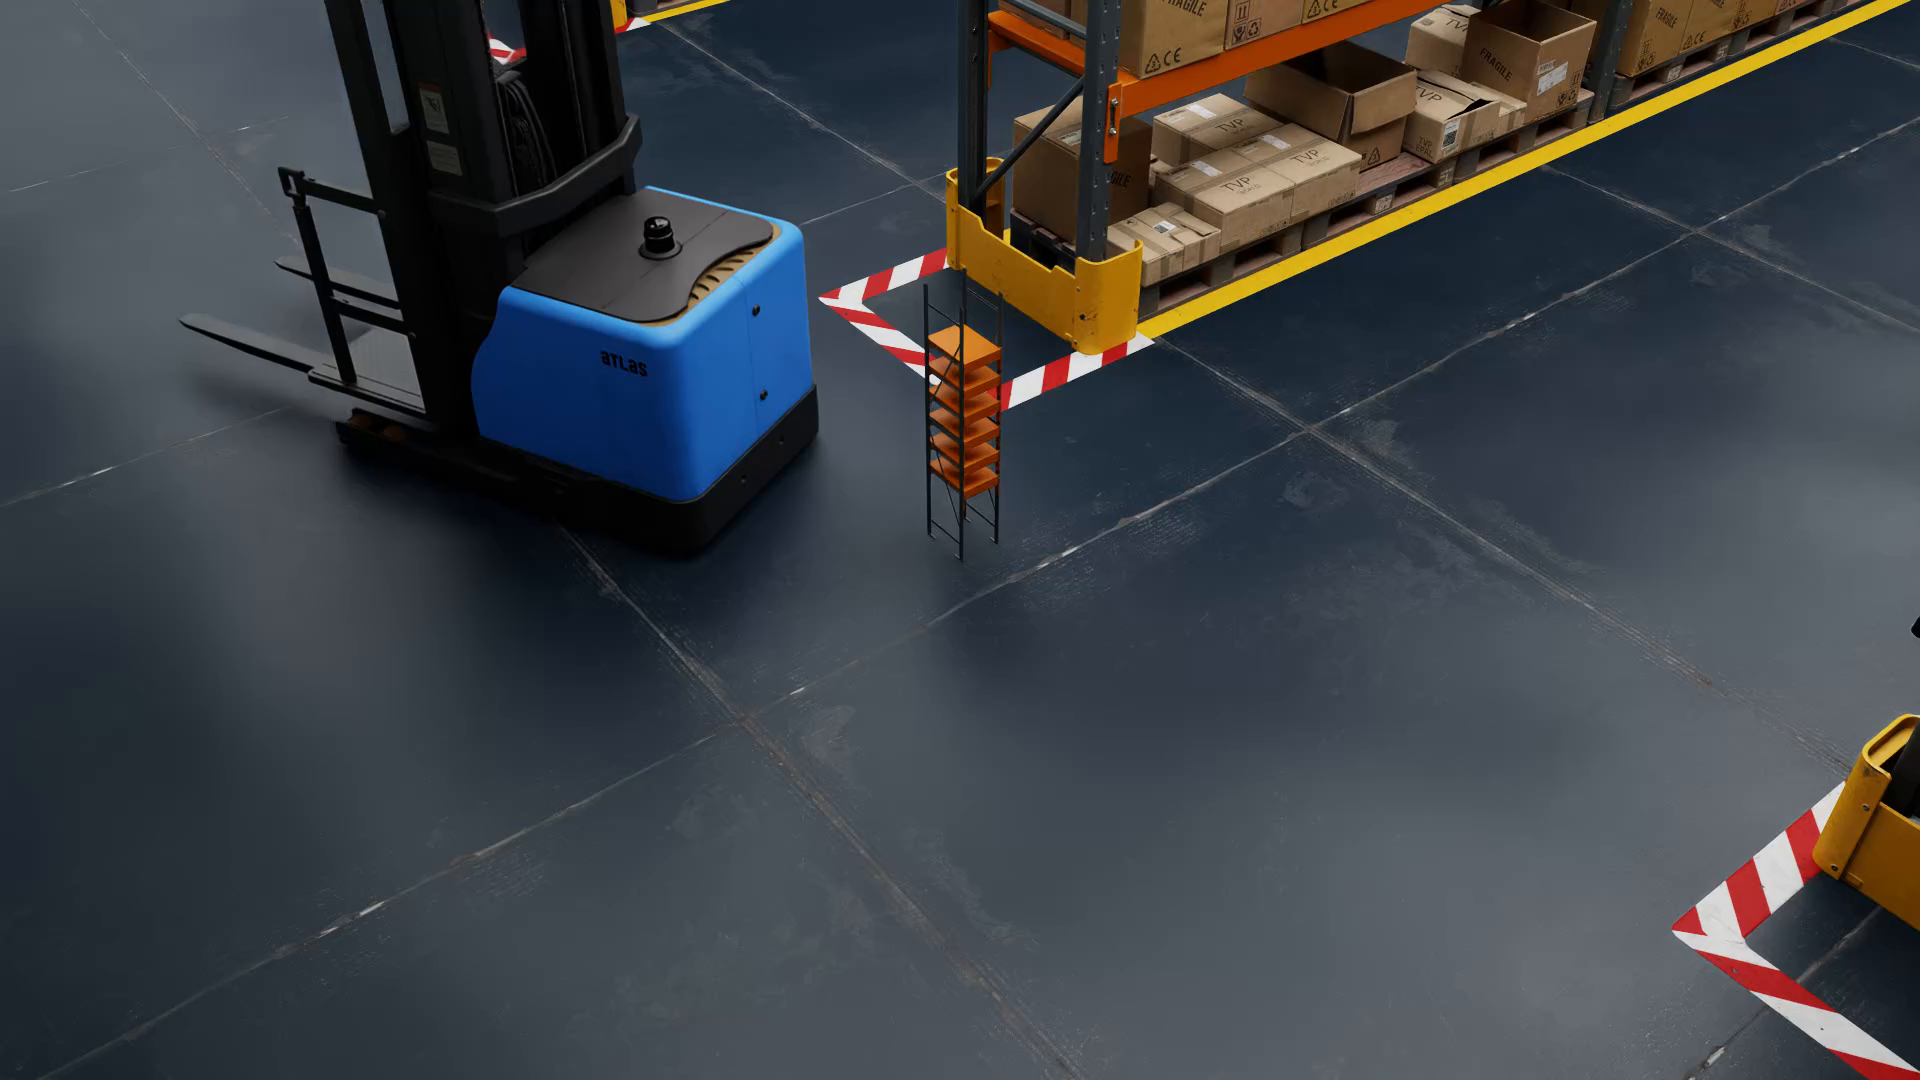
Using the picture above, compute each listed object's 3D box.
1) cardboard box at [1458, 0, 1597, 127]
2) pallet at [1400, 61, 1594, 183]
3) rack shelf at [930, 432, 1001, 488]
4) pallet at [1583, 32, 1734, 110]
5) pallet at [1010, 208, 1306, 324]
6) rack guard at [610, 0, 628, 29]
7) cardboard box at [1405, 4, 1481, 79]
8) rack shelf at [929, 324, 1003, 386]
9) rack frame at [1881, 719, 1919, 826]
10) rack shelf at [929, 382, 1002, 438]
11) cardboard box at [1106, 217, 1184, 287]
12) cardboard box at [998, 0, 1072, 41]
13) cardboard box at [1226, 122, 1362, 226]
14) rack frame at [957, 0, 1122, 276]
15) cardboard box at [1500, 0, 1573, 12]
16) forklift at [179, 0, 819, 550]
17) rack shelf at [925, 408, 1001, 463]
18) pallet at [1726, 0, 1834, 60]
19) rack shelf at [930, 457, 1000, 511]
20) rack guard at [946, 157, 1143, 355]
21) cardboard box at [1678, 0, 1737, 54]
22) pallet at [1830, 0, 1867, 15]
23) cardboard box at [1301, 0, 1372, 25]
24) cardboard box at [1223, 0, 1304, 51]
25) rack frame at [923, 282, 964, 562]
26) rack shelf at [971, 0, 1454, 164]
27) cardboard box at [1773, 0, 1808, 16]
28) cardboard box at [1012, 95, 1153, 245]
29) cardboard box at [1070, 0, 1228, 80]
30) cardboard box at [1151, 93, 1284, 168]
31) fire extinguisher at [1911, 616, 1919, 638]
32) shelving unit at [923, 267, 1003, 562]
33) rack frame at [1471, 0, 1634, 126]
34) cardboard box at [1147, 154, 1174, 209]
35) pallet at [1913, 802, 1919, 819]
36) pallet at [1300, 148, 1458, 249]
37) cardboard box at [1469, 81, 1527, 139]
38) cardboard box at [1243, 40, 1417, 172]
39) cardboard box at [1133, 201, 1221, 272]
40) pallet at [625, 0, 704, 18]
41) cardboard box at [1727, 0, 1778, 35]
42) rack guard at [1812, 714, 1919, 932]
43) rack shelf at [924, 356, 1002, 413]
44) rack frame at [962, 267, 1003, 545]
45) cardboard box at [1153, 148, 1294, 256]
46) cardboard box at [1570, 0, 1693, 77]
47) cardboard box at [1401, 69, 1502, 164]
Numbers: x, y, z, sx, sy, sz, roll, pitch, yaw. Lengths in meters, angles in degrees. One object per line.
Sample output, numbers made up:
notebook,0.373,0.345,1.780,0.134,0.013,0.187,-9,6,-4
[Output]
cardboard box,3.229,-2.748,9.522,0.500,0.500,0.500,-26,46,-28
pallet,2.963,-2.564,9.872,1.213,0.211,1.003,-26,46,-28
rack shelf,0.011,-0.342,6.644,0.180,0.103,0.258,-26,46,-28
pallet,4.130,-3.162,10.601,1.213,0.211,1.003,-26,46,-28
pallet,1.028,-1.621,8.723,1.213,0.211,1.003,-26,46,-28
rack guard,-2.690,-3.871,11.238,0.348,0.500,1.175,-26,46,-28
cardboard box,3.043,-2.984,9.959,0.500,0.311,0.500,-26,46,-28
rack shelf,0.011,-0.713,6.339,0.180,0.103,0.258,-26,46,-28
rack frame,3.358,0.129,4.391,0.127,3.000,1.000,-26,46,-28
rack shelf,0.011,-0.528,6.492,0.180,0.103,0.258,-26,46,-28
cardboard box,0.878,-1.418,8.177,0.250,0.149,0.380,-26,46,-28
cardboard box,0.526,-2.709,7.772,0.500,0.500,0.500,-25,45,-27
cardboard box,1.733,-1.922,8.712,0.500,0.250,0.500,-26,46,-28
rack frame,0.336,-2.361,7.426,0.127,3.000,1.000,-26,46,-28
cardboard box,3.724,-3.445,10.372,0.500,0.500,0.500,-26,46,-28
forklift,-2.177,-1.748,6.733,3.031,2.935,1.130,18,43,21
rack shelf,0.011,-0.435,6.568,0.180,0.103,0.258,-26,46,-28
pallet,5.098,-3.636,11.179,1.213,0.211,1.003,-26,46,-28
rack shelf,0.011,-0.250,6.720,0.180,0.103,0.258,-26,46,-28
rack guard,0.397,-1.424,8.255,0.348,0.500,1.175,-26,46,-28
cardboard box,4.456,-3.387,10.300,0.500,0.500,0.500,-25,46,-28
pallet,6.064,-4.105,11.751,1.213,0.211,1.003,-26,46,-28
cardboard box,1.654,-2.833,7.923,0.500,0.500,0.500,-26,46,-28
cardboard box,1.255,-2.640,7.688,0.500,0.500,0.500,-26,46,-28
rack frame,-0.061,-0.434,6.496,0.006,1.200,0.240,-26,46,-28
rack shelf,1.922,-2.856,8.596,4.000,0.370,1.077,-26,46,-28
cardboard box,5.258,-3.771,10.769,0.500,0.500,0.500,-28,47,-30
cardboard box,0.617,-1.898,8.487,0.500,0.500,0.500,-26,46,-28
cardboard box,0.849,-2.438,7.442,0.500,0.500,0.500,-25,46,-27
cardboard box,1.389,-2.154,8.995,0.500,0.250,0.500,-26,46,-28
fire extinguisher,2.957,0.129,4.746,0.183,0.674,0.296,-26,46,-28
shelving unit,0.011,-0.469,6.540,0.189,1.200,0.258,-26,46,-28
rack frame,3.508,-3.907,9.311,0.127,3.000,1.000,-26,46,-28
cardboard box,0.993,-1.881,8.728,0.250,0.166,0.380,-26,46,-28
pallet,3.944,0.859,5.700,1.213,0.211,1.003,-26,46,-28
pallet,1.995,-2.089,9.294,1.213,0.211,1.003,-26,46,-28
cardboard box,2.968,-2.437,9.419,0.250,0.149,0.380,-26,46,-28
cardboard box,2.021,-2.383,9.075,0.637,0.503,0.797,-26,46,-28
cardboard box,1.076,-1.521,8.290,0.250,0.166,0.380,-26,46,-28
pallet,-2.002,-4.074,11.714,1.213,0.211,1.003,-26,46,-28
cardboard box,4.857,-3.576,10.531,0.500,0.500,0.500,-25,46,-28
rack guard,3.339,1.105,5.173,0.348,0.500,1.175,-26,46,-28
rack shelf,0.011,-0.621,6.416,0.180,0.103,0.258,-26,46,-28
rack frame,0.084,-0.505,6.583,0.006,1.200,0.240,-26,46,-28
cardboard box,1.337,-1.729,8.476,0.500,0.250,0.500,-26,46,-28
cardboard box,4.040,-3.175,10.042,0.500,0.500,0.500,-28,47,-30
cardboard box,2.634,-2.385,9.228,0.500,0.311,0.500,-26,46,-28
